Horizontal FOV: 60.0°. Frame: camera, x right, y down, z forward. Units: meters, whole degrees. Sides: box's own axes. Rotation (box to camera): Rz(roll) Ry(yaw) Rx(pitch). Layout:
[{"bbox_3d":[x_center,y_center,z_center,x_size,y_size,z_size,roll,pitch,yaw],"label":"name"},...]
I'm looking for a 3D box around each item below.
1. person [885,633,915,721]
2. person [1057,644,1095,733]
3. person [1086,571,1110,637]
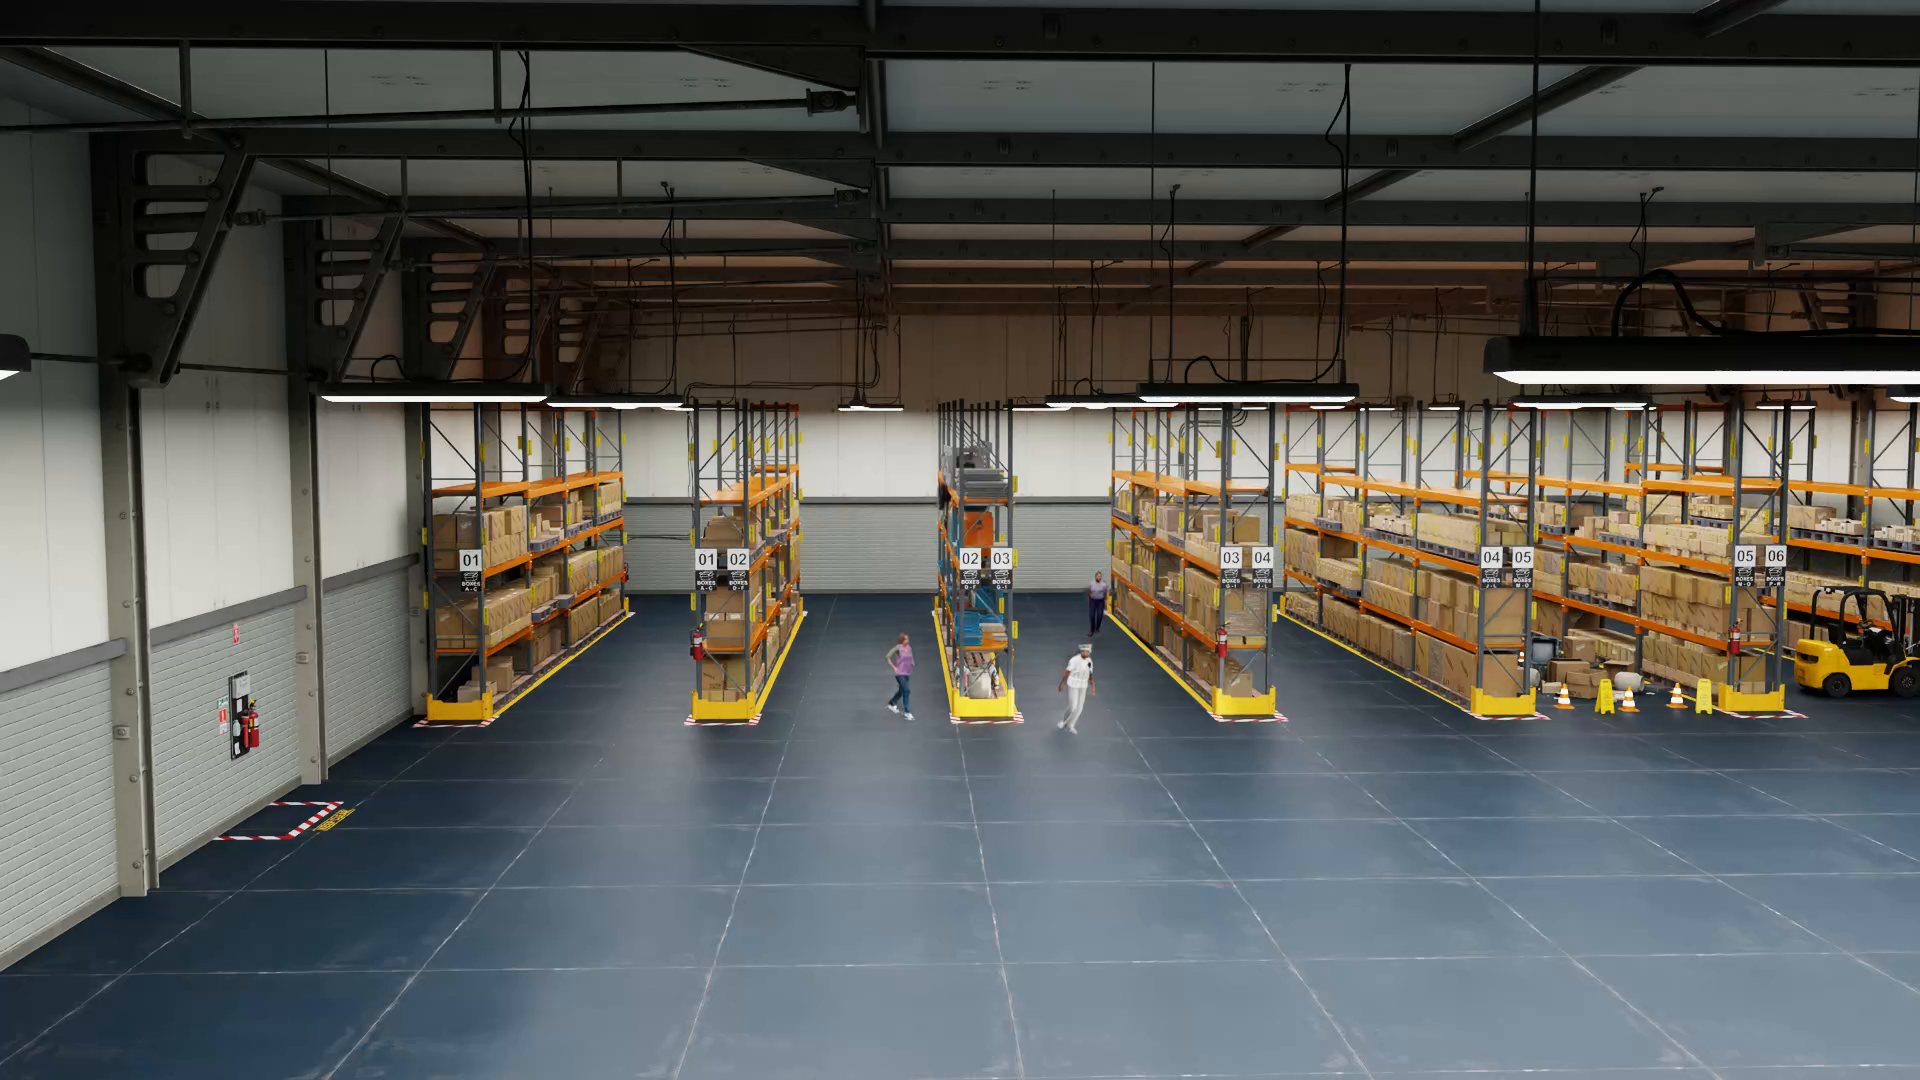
[{"bbox_3d":[-1.114,2.553,31.260,0.740,1.627,0.554,4,6,43],"label":"person"},{"bbox_3d":[2.083,2.664,29.823,0.609,1.645,0.557,-3,5,-32],"label":"person"},{"bbox_3d":[3.414,1.586,41.115,0.583,1.635,0.764,0,4,3],"label":"person"}]
